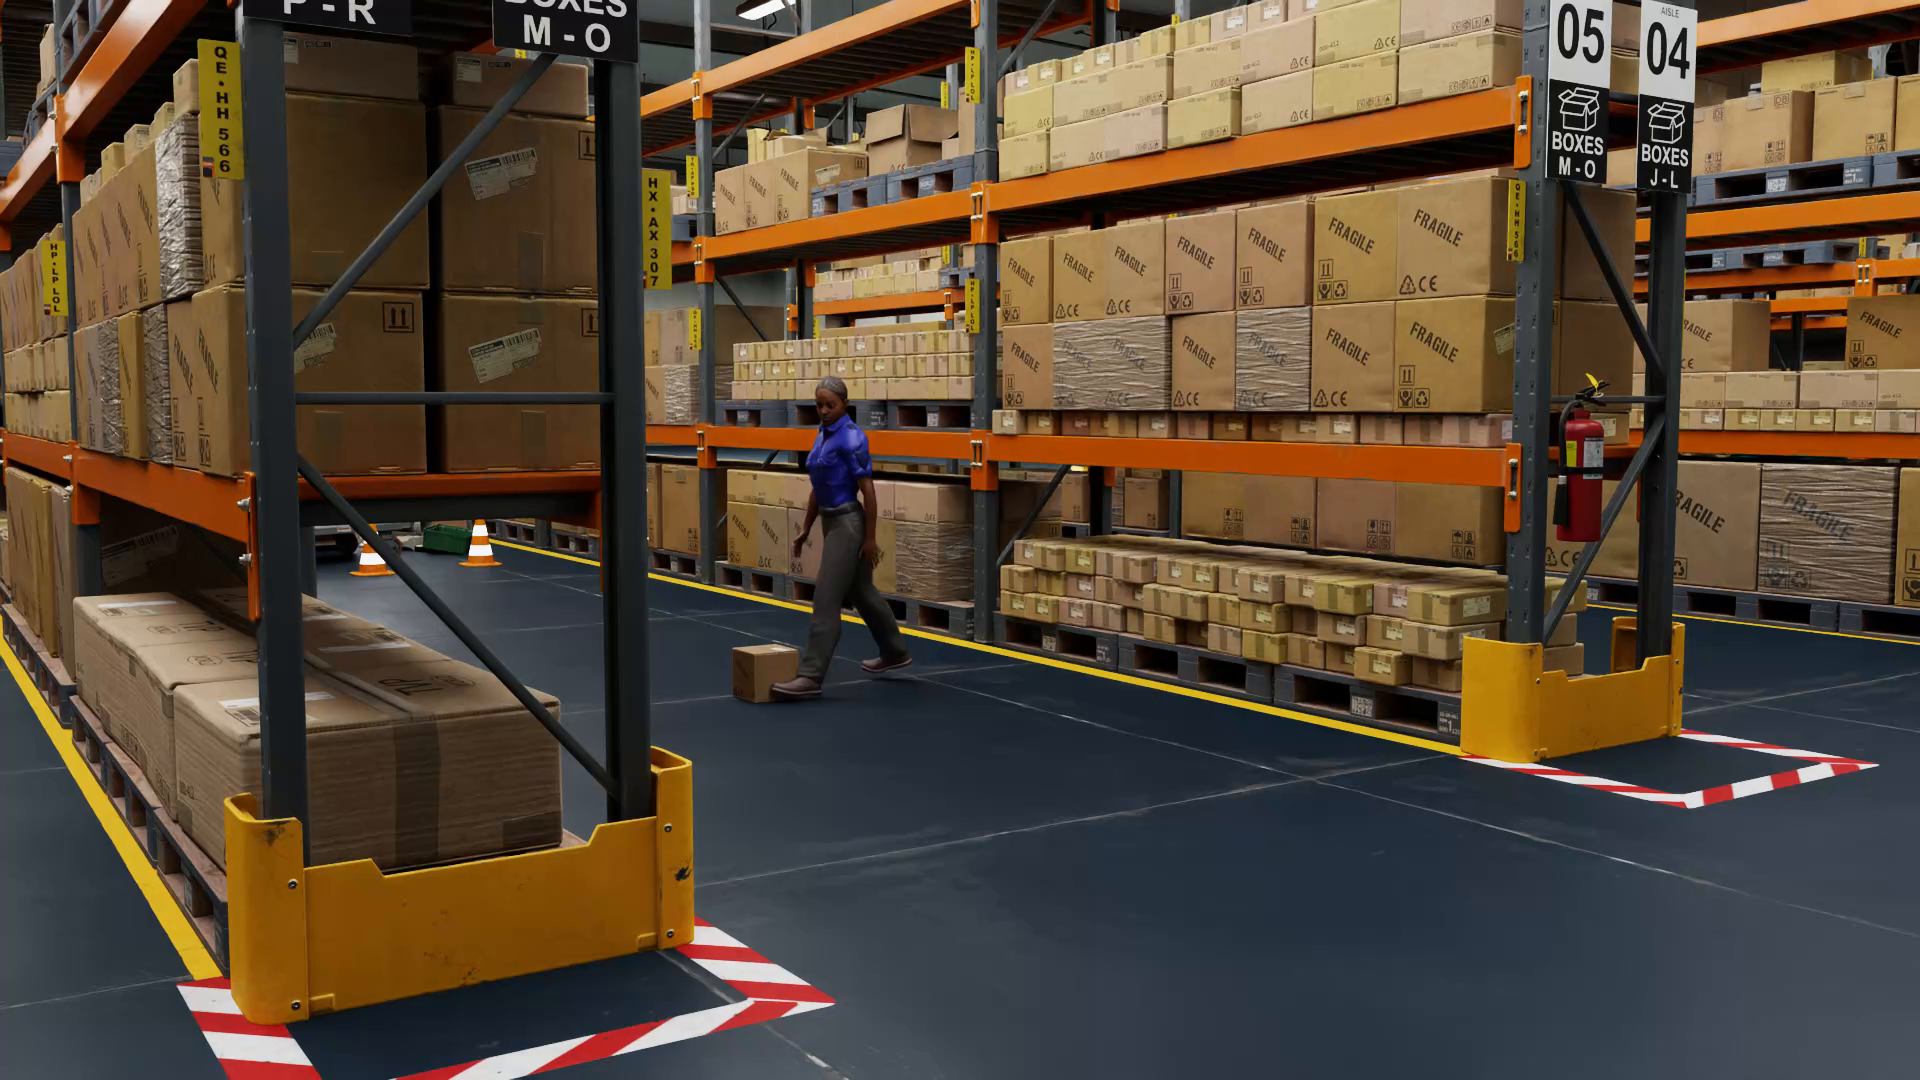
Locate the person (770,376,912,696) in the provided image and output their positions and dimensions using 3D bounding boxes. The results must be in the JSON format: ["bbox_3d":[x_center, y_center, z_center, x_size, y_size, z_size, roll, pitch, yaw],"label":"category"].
[{"bbox_3d":[-0.628,-0.042,8.646,0.903,1.615,0.615,-2,5,-22],"label":"person"}]
